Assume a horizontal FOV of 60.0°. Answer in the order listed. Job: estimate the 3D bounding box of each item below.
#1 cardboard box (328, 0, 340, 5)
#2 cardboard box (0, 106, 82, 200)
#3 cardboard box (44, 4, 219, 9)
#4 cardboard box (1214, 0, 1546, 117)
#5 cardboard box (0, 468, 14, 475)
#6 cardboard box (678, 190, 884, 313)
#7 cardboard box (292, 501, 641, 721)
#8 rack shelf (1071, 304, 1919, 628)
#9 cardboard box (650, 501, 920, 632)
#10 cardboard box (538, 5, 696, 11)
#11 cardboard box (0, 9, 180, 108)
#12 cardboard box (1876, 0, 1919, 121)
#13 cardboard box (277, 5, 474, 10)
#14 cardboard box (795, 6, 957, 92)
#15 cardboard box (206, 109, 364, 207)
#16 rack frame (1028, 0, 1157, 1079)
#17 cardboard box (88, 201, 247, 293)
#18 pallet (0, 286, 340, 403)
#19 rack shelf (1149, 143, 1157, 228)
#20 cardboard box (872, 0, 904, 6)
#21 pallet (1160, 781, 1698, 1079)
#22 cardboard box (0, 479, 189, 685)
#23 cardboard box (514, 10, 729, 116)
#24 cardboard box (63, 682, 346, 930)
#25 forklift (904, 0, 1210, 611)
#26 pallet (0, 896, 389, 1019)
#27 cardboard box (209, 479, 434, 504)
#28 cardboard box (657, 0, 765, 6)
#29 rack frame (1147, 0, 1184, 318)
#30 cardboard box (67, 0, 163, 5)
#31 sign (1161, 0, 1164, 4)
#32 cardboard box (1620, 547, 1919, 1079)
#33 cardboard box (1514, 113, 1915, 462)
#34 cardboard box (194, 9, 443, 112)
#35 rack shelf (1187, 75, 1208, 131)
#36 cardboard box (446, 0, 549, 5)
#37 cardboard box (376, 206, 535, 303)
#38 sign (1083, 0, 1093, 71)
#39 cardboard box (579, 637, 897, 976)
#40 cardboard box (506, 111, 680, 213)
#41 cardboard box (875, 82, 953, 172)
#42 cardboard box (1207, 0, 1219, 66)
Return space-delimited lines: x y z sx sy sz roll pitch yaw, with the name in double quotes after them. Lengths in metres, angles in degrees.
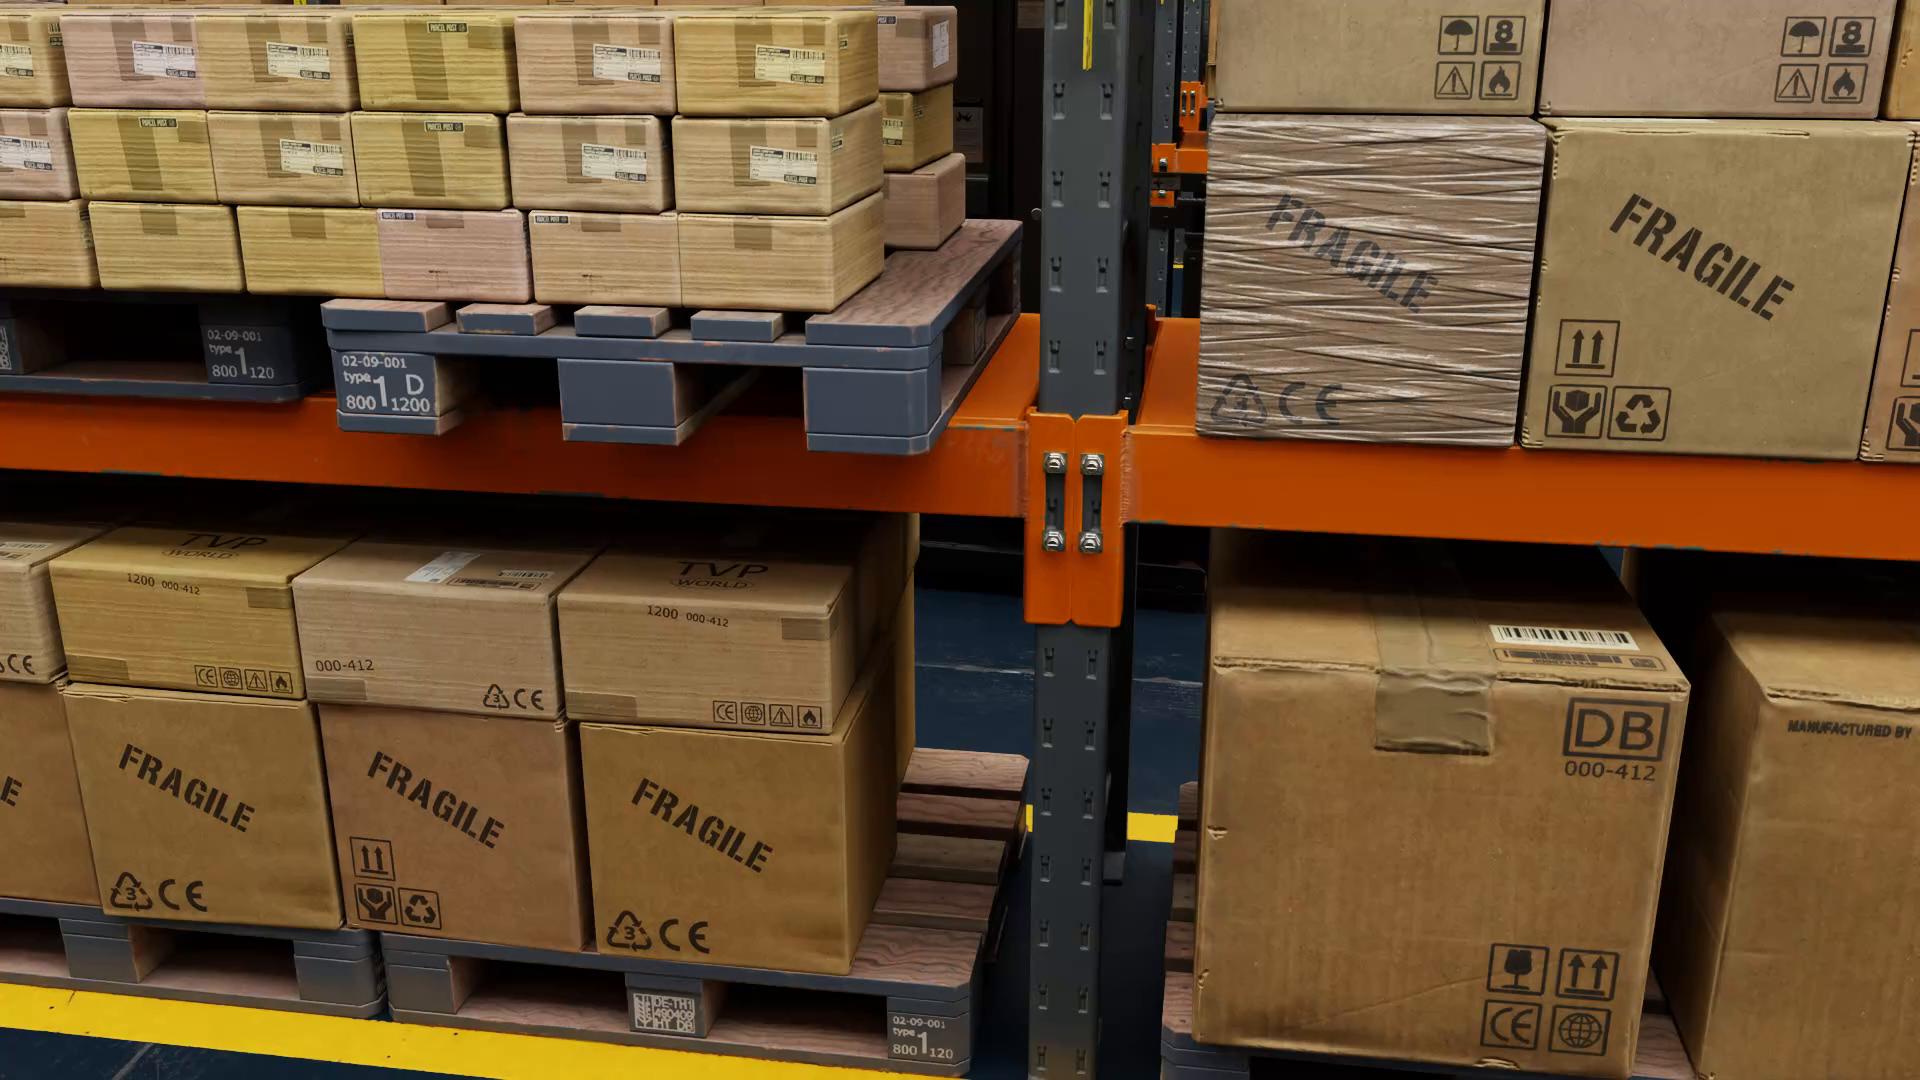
-3.425 -2.909 8.536 0.500 0.500 0.500 3 19 9 "cardboard box"
-1.563 -0.698 2.927 0.250 0.149 0.380 3 19 10 "cardboard box"
-1.698 -1.056 3.528 0.250 0.149 0.380 3 19 8 "cardboard box"
0.712 -1.026 2.909 0.500 0.500 0.700 3 19 8 "cardboard box"
-2.398 -0.113 4.008 0.500 0.250 0.500 4 19 11 "cardboard box"
-0.289 -0.491 2.778 0.250 0.149 0.380 3 19 10 "cardboard box"
-0.946 0.126 3.295 0.500 0.250 0.500 3 19 9 "cardboard box"
2.245 -0.089 2.974 4.000 0.370 1.077 3 19 9 "rack shelf"
-0.372 -0.010 3.702 0.500 0.250 0.500 2 19 6 "cardboard box"
-0.662 -1.003 3.369 0.250 0.149 0.380 3 19 8 "cardboard box"
-1.562 -0.839 2.881 0.250 0.149 0.380 4 19 11 "cardboard box"
1.719 -0.976 2.759 0.500 0.500 0.700 3 19 8 "cardboard box"
-1.191 -1.029 3.449 0.250 0.149 0.380 4 19 11 "cardboard box"
-0.159 -0.977 3.291 0.250 0.149 0.380 3 19 9 "cardboard box"
-1.060 -0.672 2.849 0.250 0.149 0.380 3 19 9 "cardboard box"
0.271 -0.530 3.161 0.127 3.000 1.000 3 19 9 "rack frame"
-1.300 -0.544 2.935 0.250 0.149 0.380 2 19 6 "cardboard box"
-1.690 -0.526 3.451 1.213 0.211 1.003 3 19 9 "pallet"
-1.019 -1.846 8.226 4.000 0.370 1.077 3 19 9 "rack shelf"
-0.104 -2.575 7.539 0.500 0.500 0.500 3 19 10 "cardboard box"
1.037 0.855 3.414 1.213 0.211 1.003 3 19 9 "pallet"
-1.962 0.072 3.456 0.500 0.250 0.500 4 19 11 "cardboard box"
-0.533 -0.787 2.724 0.250 0.149 0.380 3 19 8 "cardboard box"
-1.457 0.456 3.491 0.500 0.500 0.500 2 19 6 "cardboard box"
0.606 -1.340 5.688 3.031 2.935 1.130 5 19 14 "forklift"
-1.702 0.690 3.908 1.213 0.211 1.003 3 19 9 "pallet"
-1.359 -0.065 3.865 0.500 0.250 0.500 3 19 9 "cardboard box"
-1.091 -2.630 7.702 0.500 0.500 0.500 3 19 8 "cardboard box"
0.956 -2.086 7.811 0.127 3.000 1.000 3 19 9 "rack frame"
-4.003 -2.774 8.134 0.500 0.500 0.500 3 19 8 "cardboard box"
0.871 -2.461 7.107 0.005 0.325 0.100 3 19 9 "sign"
1.721 0.439 3.147 0.750 0.750 1.050 3 19 9 "cardboard box"
1.174 -0.446 2.751 0.500 0.500 0.500 3 19 8 "cardboard box"
-1.056 -0.812 2.800 0.250 0.149 0.380 3 19 10 "cardboard box"
3.714 -3.200 12.272 4.000 0.370 1.077 3 19 9 "rack shelf"
-2.098 -2.680 7.852 0.500 0.500 0.500 3 19 8 "cardboard box"
-0.788 -0.517 2.855 0.250 0.149 0.380 3 19 10 "cardboard box"
0.194 -0.871 2.480 0.005 0.325 0.100 3 19 9 "sign"
-0.420 0.505 3.345 0.500 0.500 0.500 3 19 8 "cardboard box"
-0.553 -0.647 2.773 0.250 0.149 0.380 4 19 11 "cardboard box"
-0.174 -0.839 3.347 0.250 0.149 0.380 4 19 11 "cardboard box"
1.364 -2.379 7.397 0.500 0.500 0.500 2 19 7 "cardboard box"
